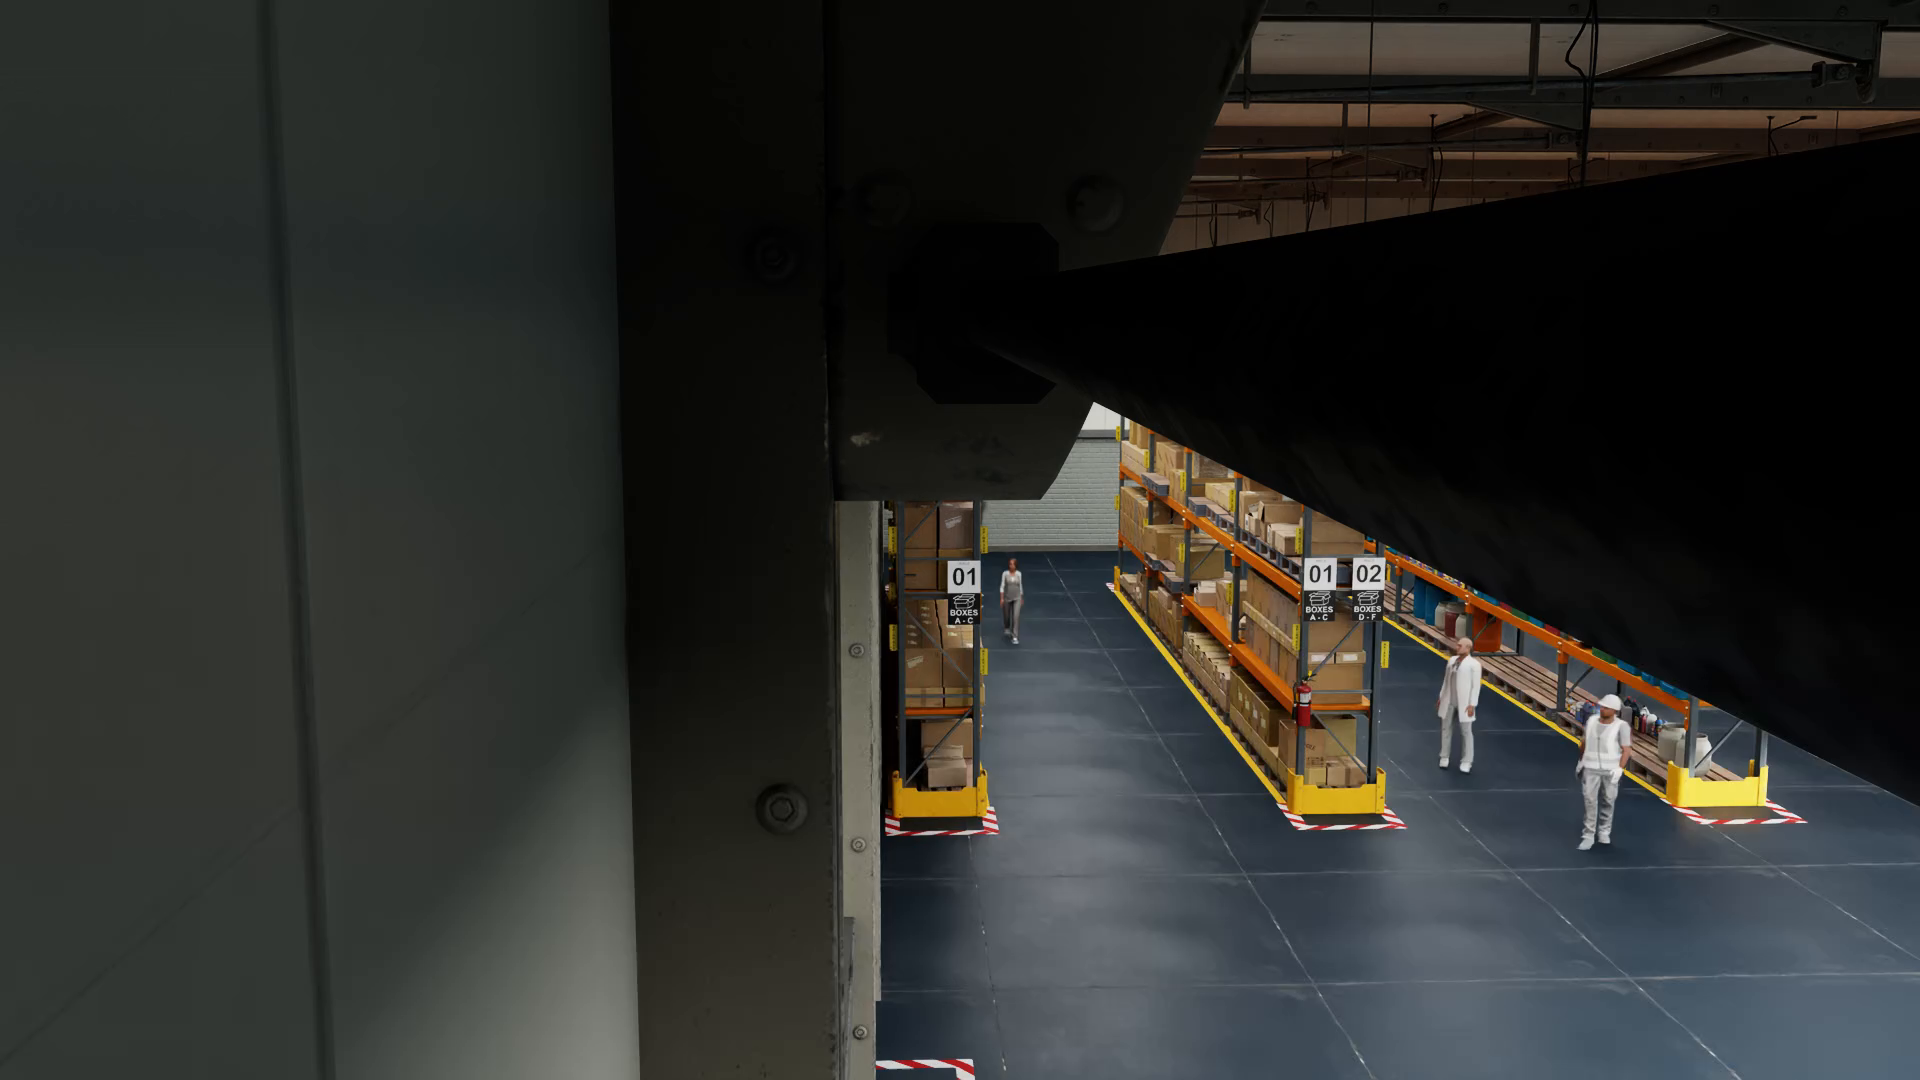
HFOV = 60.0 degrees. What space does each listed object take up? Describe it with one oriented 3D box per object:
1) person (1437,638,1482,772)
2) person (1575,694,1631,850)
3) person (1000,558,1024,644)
[{"bbox_3d":[6.752,2.212,22.534,0.610,1.786,0.434,7,11,40],"label":"person"},{"bbox_3d":[7.466,2.692,19.339,0.581,1.802,0.623,3,9,19],"label":"person"},{"bbox_3d":[0.965,1.105,30.978,0.458,1.554,0.818,0,8,-3],"label":"person"}]
